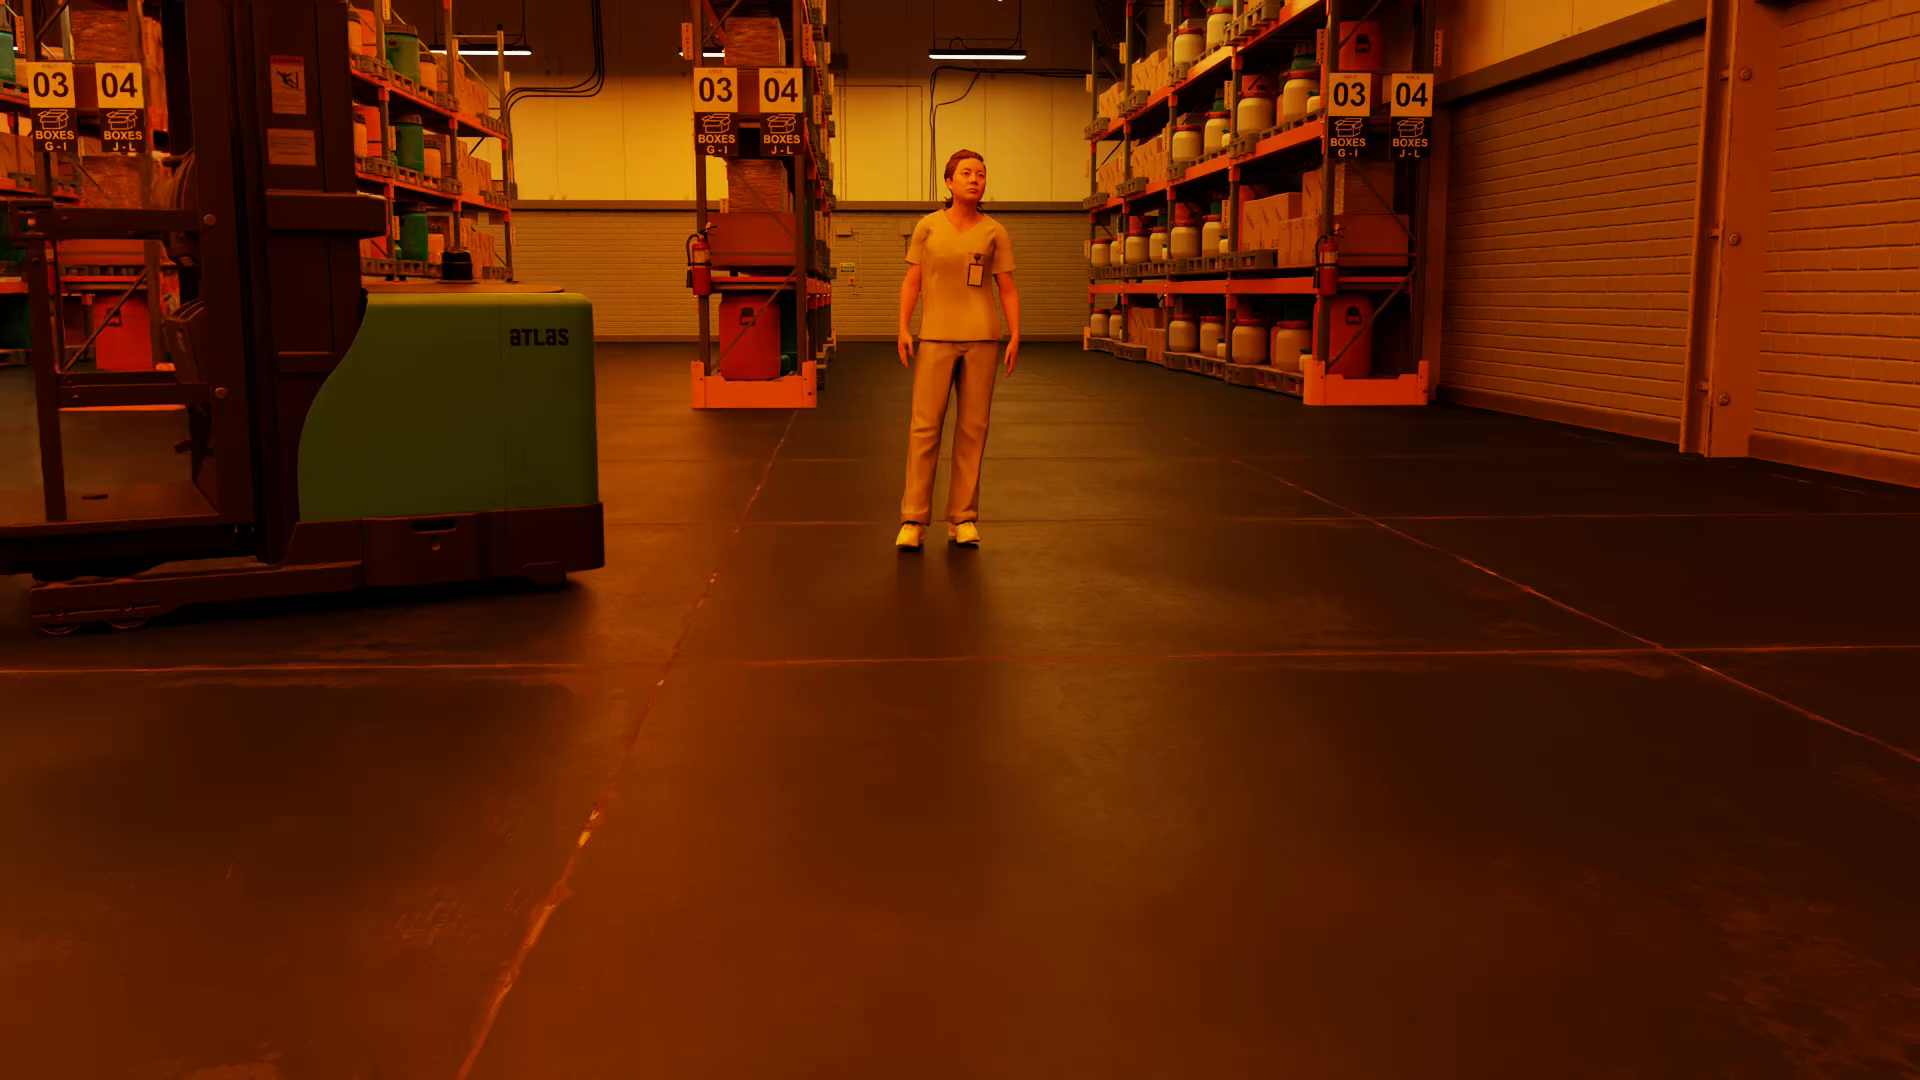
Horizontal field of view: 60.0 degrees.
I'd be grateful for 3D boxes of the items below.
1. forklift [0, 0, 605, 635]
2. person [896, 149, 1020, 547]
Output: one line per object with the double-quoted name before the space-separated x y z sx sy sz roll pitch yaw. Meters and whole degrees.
"forklift" -2.862 -1.236 5.653 3.031 2.935 1.130 -5 10 -28
"person" -0.009 -0.820 7.112 0.549 1.663 0.548 -1 8 -4
